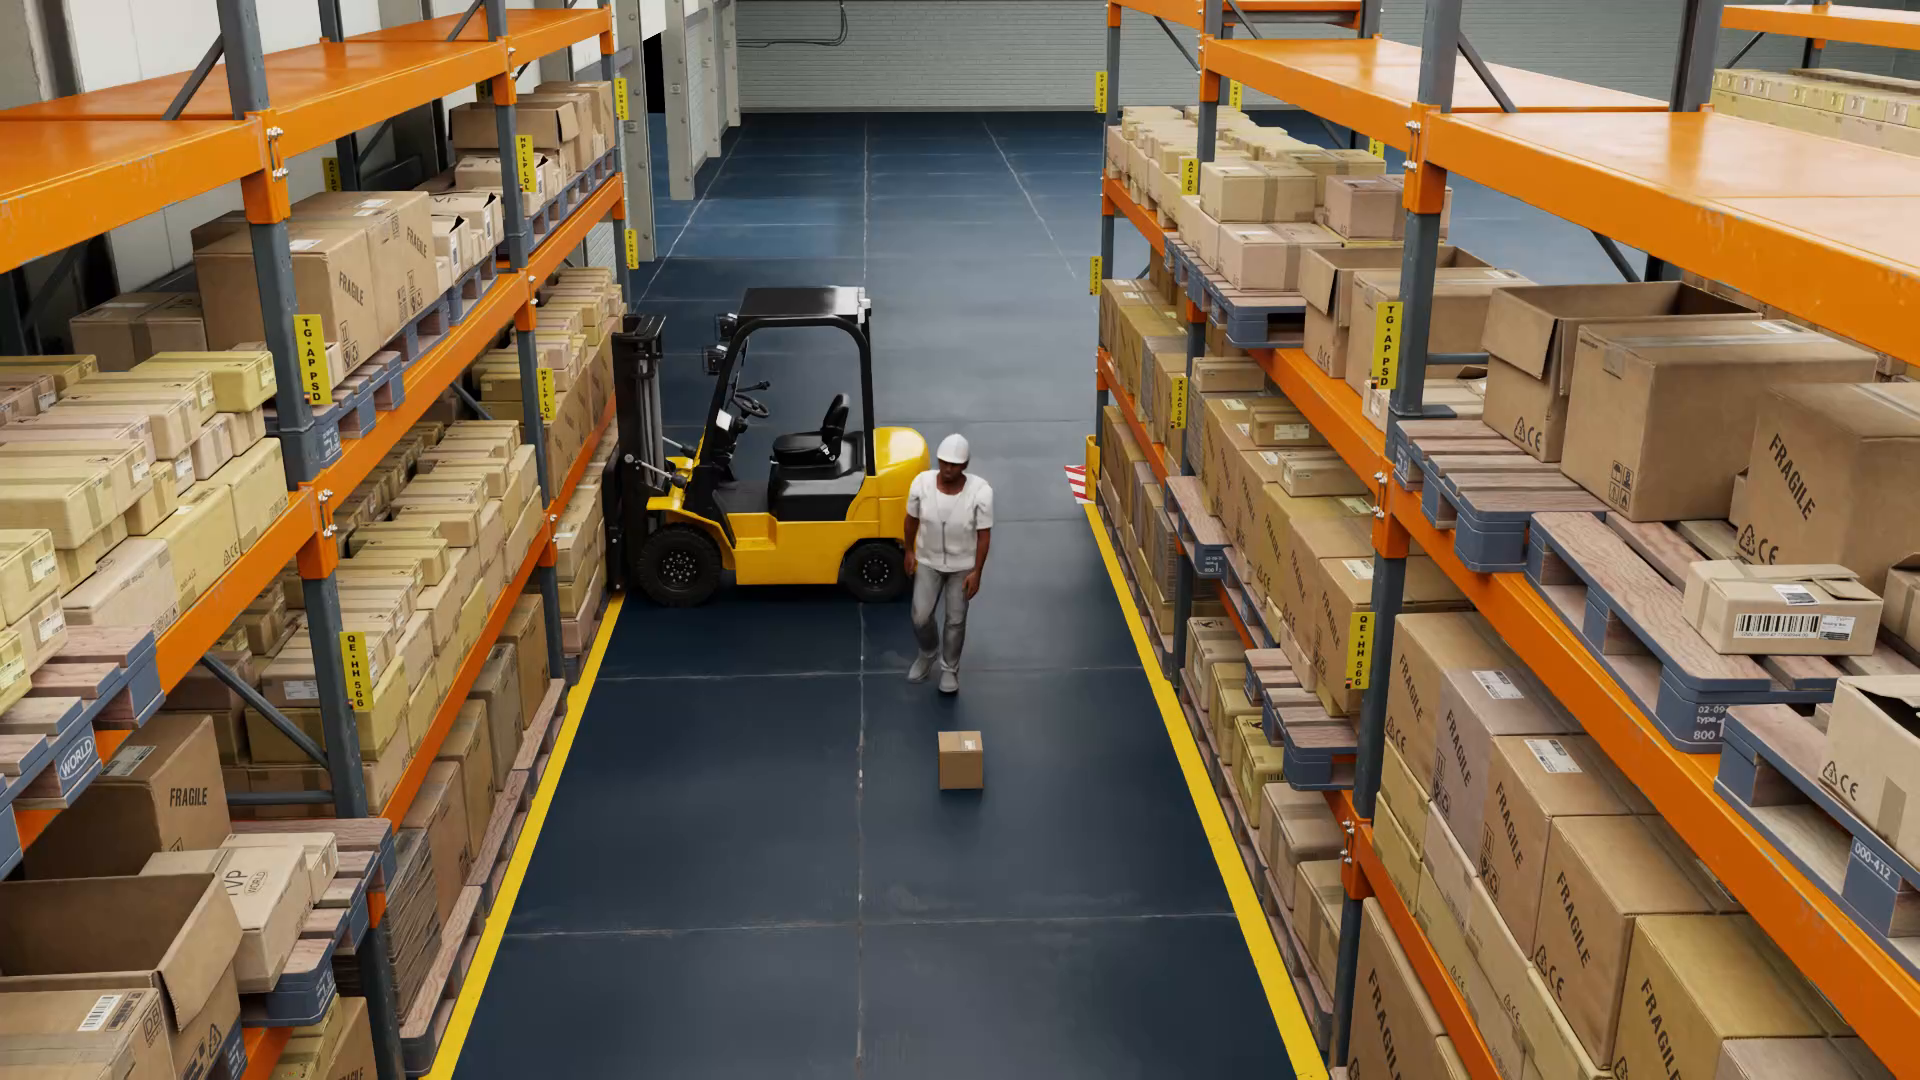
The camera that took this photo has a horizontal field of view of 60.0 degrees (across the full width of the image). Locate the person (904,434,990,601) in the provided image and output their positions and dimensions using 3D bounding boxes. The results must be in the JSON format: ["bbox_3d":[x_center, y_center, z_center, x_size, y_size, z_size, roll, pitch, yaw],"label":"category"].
[{"bbox_3d":[-0.090,-0.160,10.448,0.583,1.065,0.442,2,20,6],"label":"person"}]
